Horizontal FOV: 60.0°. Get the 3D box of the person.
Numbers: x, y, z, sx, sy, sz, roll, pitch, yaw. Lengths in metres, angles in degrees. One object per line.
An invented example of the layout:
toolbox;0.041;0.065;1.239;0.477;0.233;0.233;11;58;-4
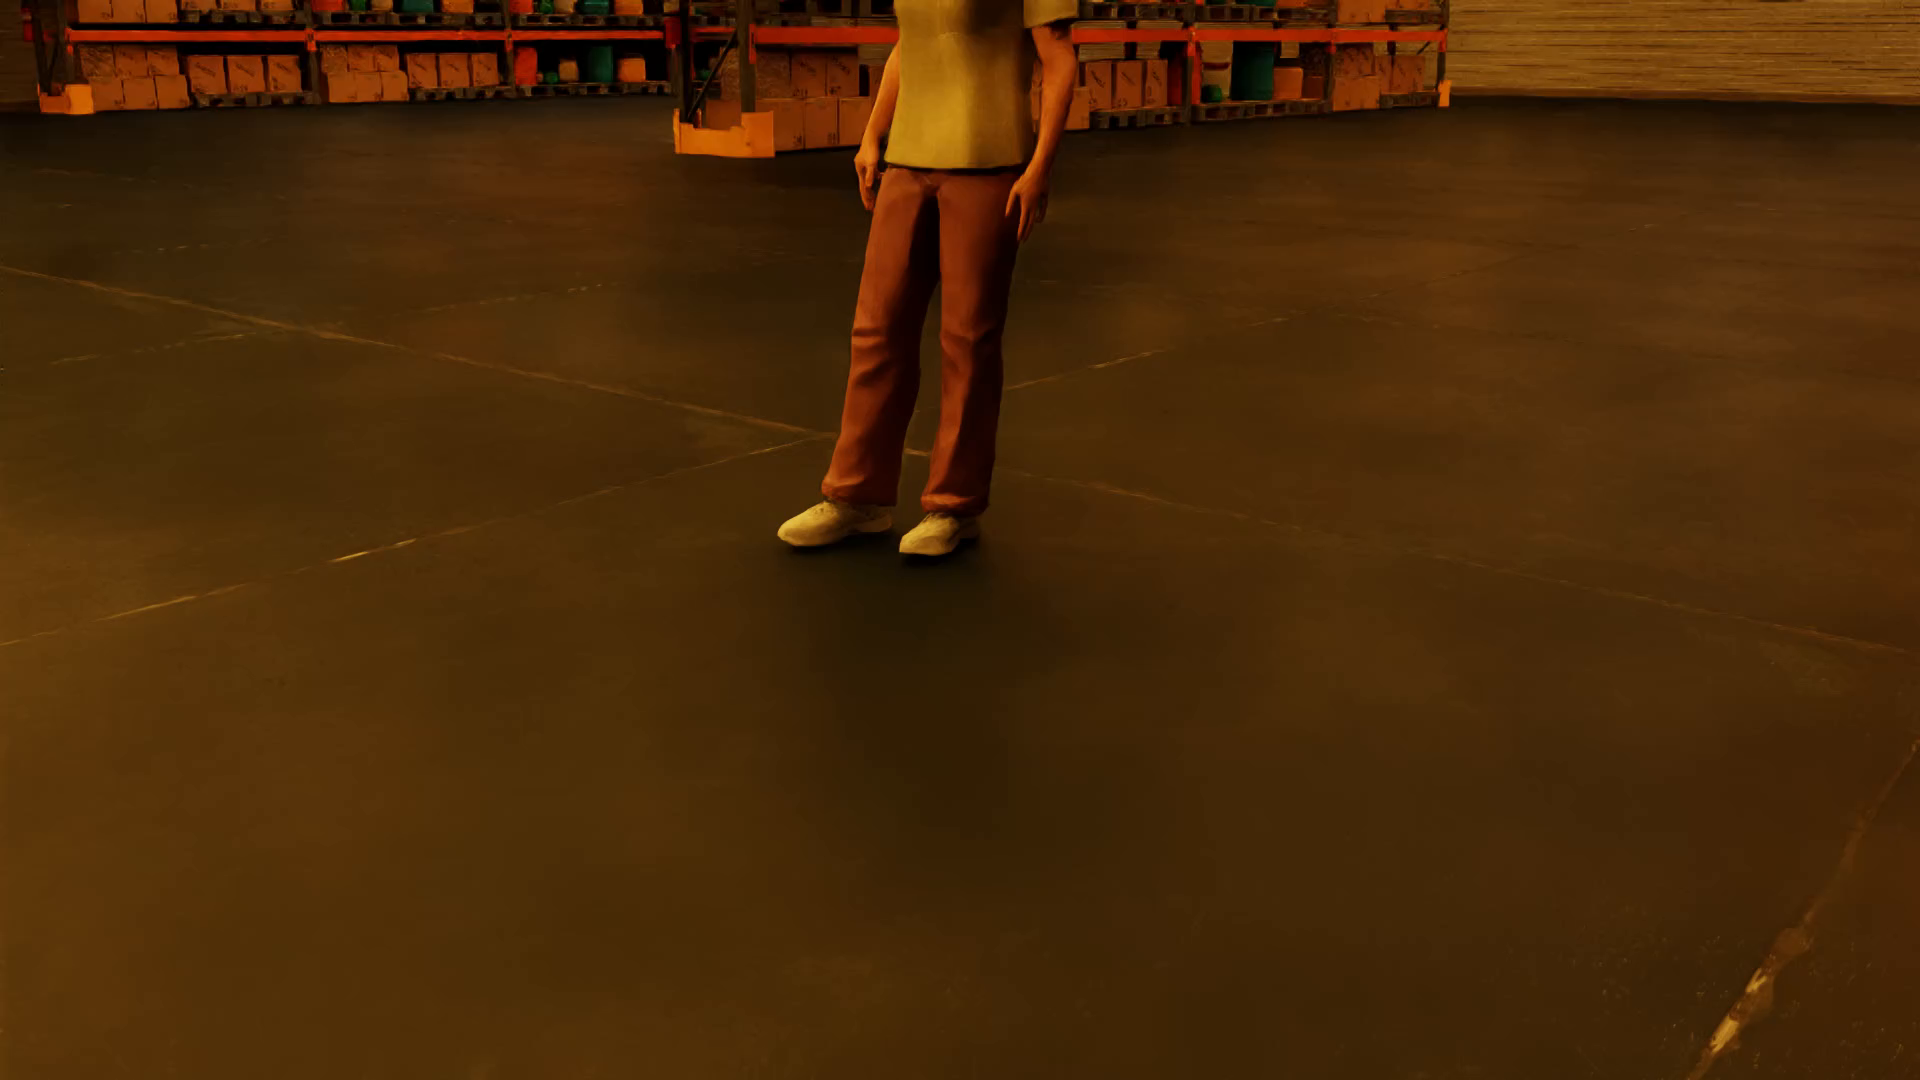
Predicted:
person;-0.055;-0.676;3.684;0.554;1.427;0.548;13;21;37
